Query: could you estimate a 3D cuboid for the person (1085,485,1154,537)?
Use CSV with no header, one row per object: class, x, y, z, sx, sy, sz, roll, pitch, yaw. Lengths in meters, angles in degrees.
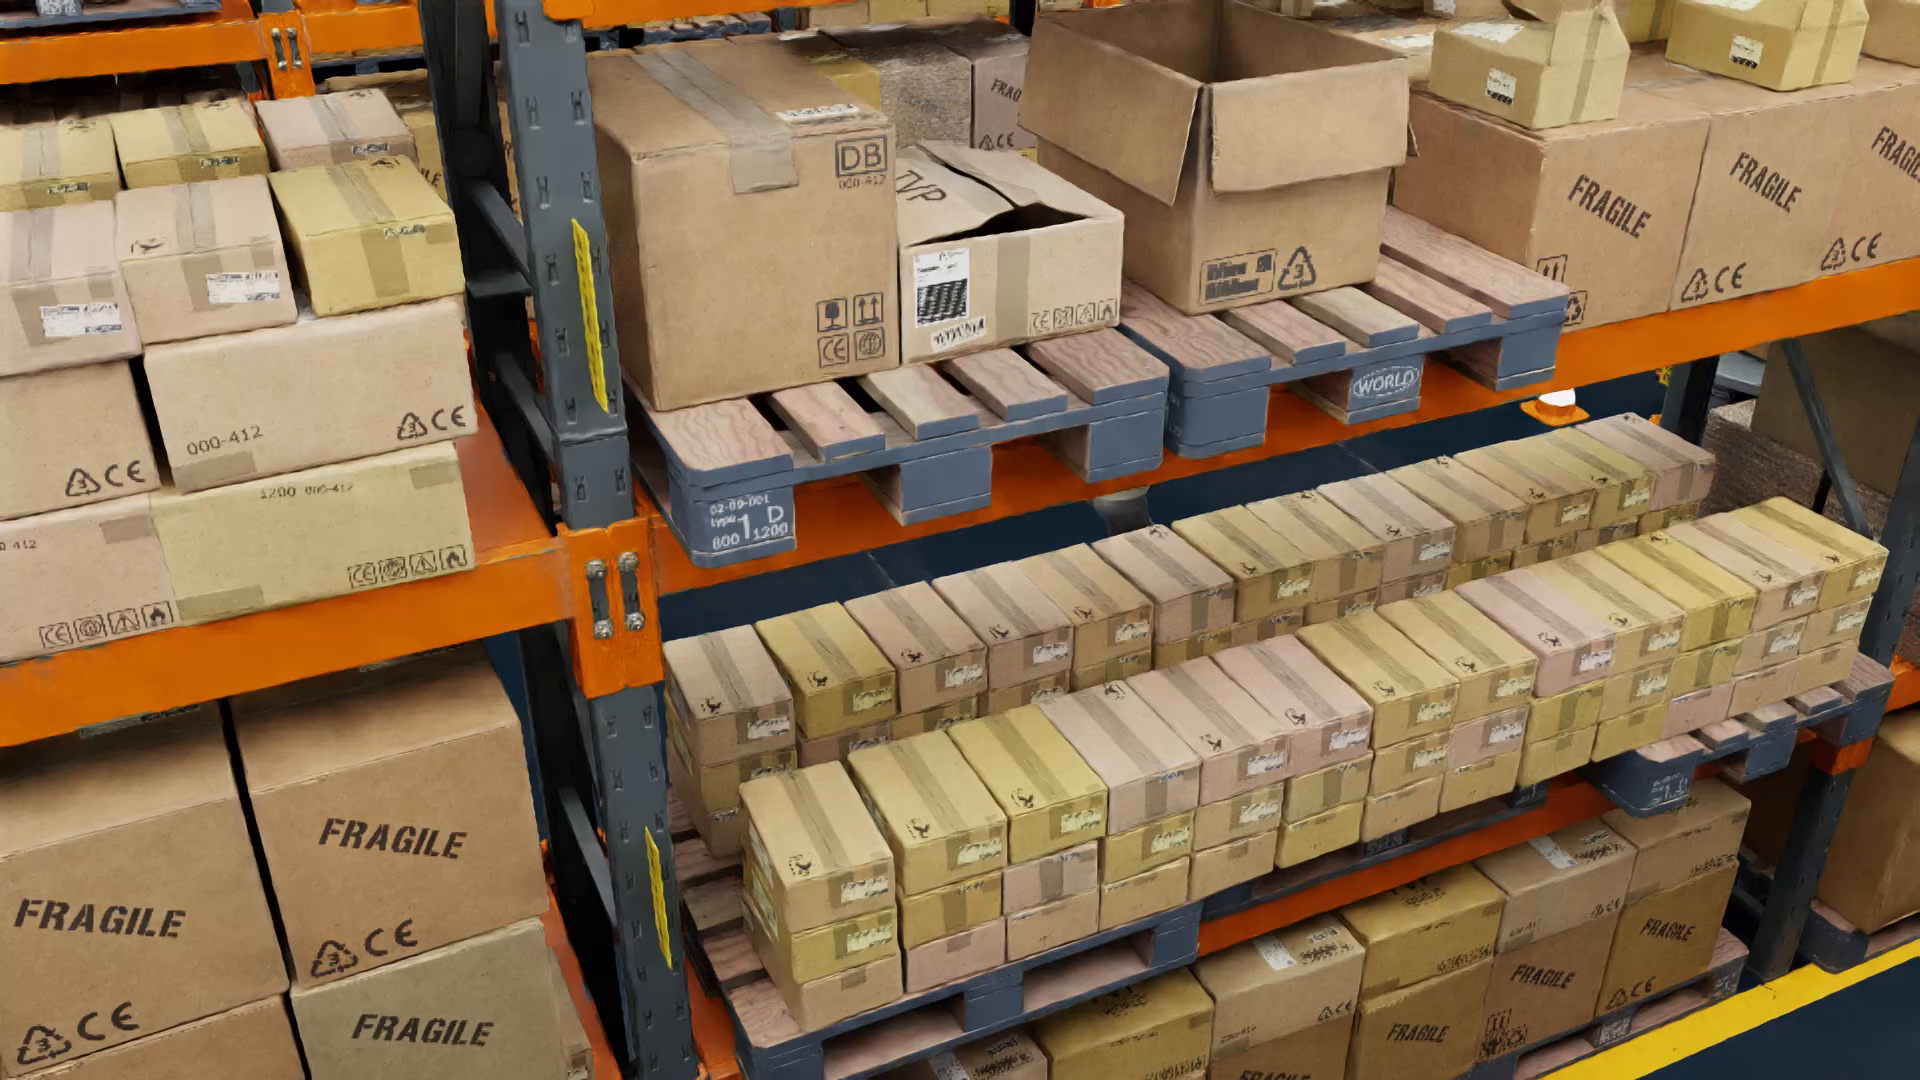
person,0.706,-0.230,7.558,0.623,1.715,0.593,-13,32,-21
